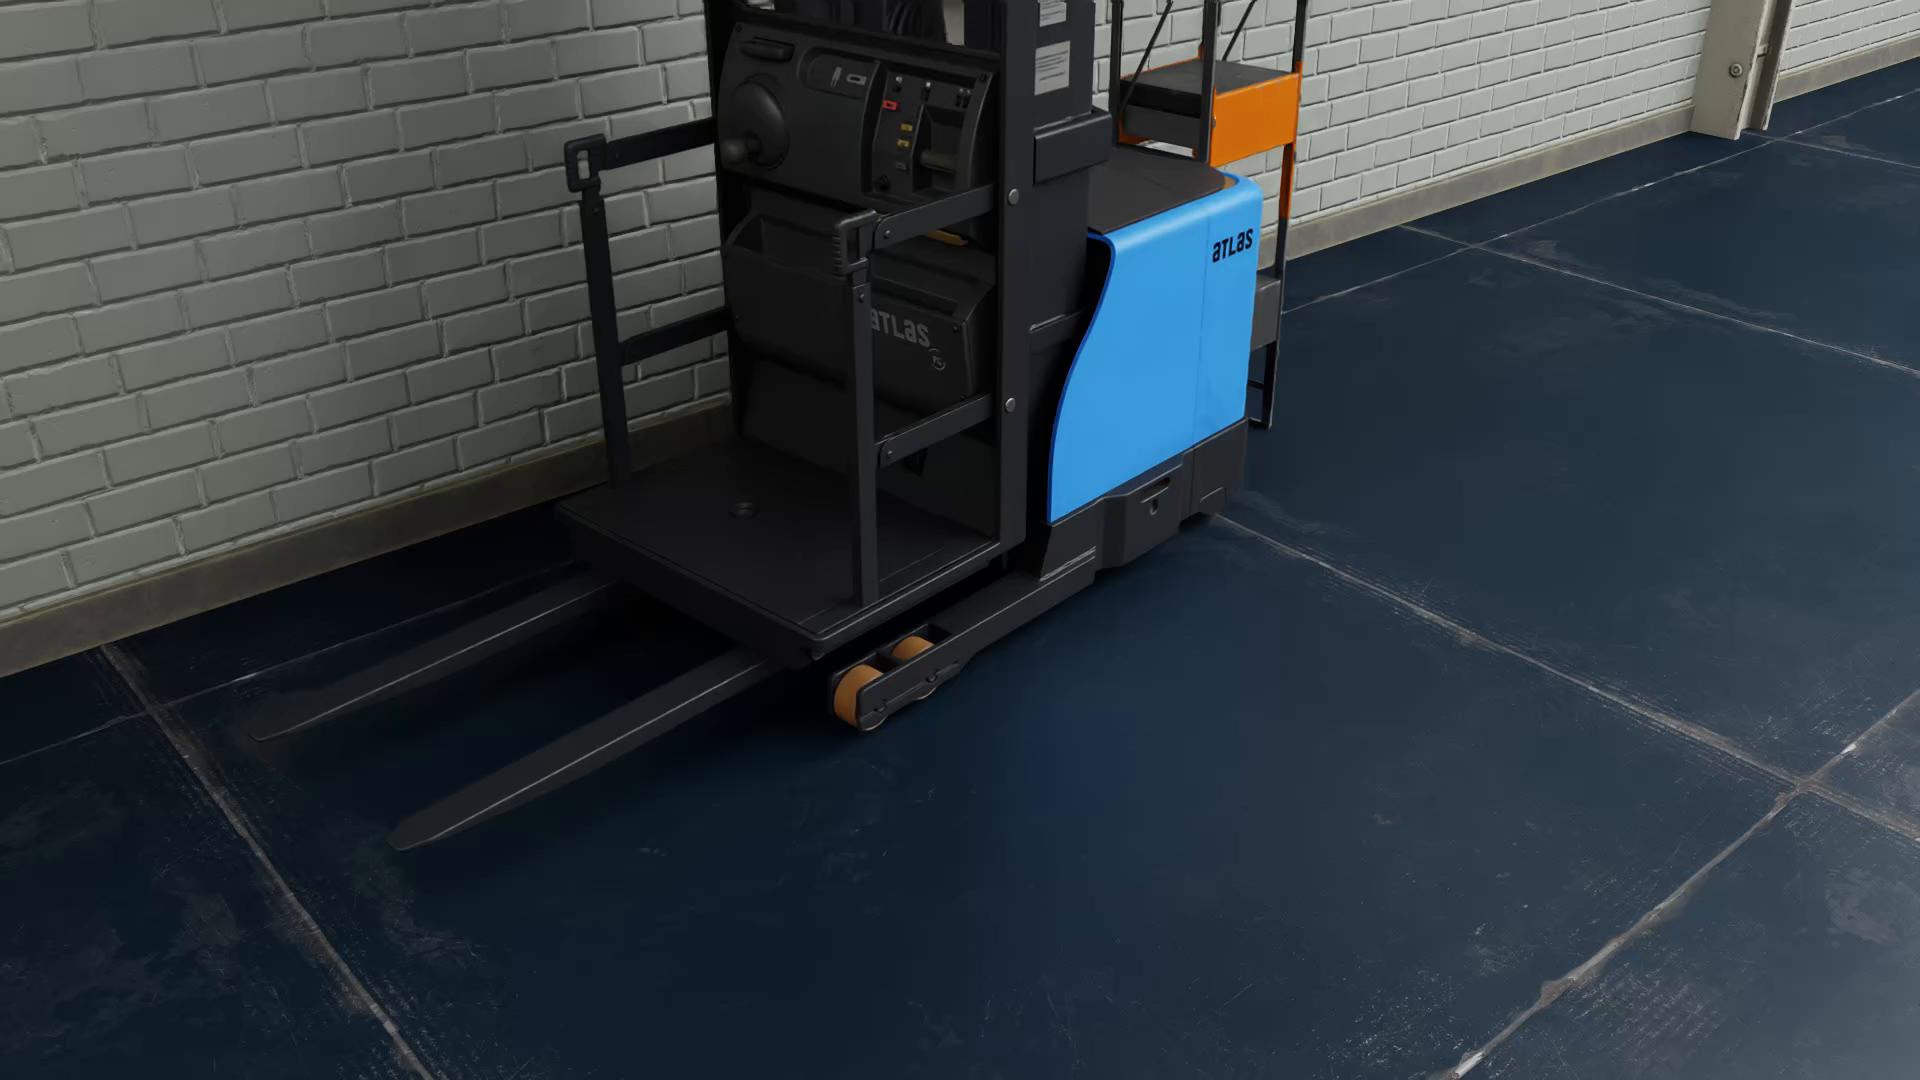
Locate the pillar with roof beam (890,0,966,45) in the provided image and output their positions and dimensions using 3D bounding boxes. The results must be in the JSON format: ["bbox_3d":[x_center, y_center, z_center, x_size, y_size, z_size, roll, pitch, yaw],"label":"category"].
[{"bbox_3d":[2.729,-3.004,1.324,0.400,9.000,9.100,-22,35,-35],"label":"pillar with roof beam"}]

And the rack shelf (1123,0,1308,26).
[{"bbox_3d":[0.795,-1.924,5.161,0.431,0.518,0.480,24,36,38],"label":"rack shelf"}]

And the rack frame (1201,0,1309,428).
[{"bbox_3d":[0.968,-1.399,5.636,0.400,2.100,0.015,24,36,38],"label":"rack frame"}]

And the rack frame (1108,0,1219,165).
[{"bbox_3d":[0.631,-1.233,5.326,0.400,2.100,0.015,24,36,38],"label":"rack frame"}]

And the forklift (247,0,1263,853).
[{"bbox_3d":[-0.428,-1.069,4.140,1.130,2.935,3.031,23,36,36],"label":"forklift"}]

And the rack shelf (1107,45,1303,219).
[{"bbox_3d":[0.800,-1.304,5.487,0.431,0.518,0.480,24,36,38],"label":"rack shelf"}]

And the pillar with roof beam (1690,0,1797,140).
[{"bbox_3d":[7.293,-4.839,4.758,0.400,9.000,9.100,-22,35,-35],"label":"pillar with roof beam"}]

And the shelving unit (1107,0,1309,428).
[{"bbox_3d":[0.799,-1.316,5.481,0.431,2.100,0.503,24,36,38],"label":"shelving unit"}]

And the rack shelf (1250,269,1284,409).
[{"bbox_3d":[0.804,-0.685,5.813,0.431,0.518,0.480,24,36,38],"label":"rack shelf"}]
